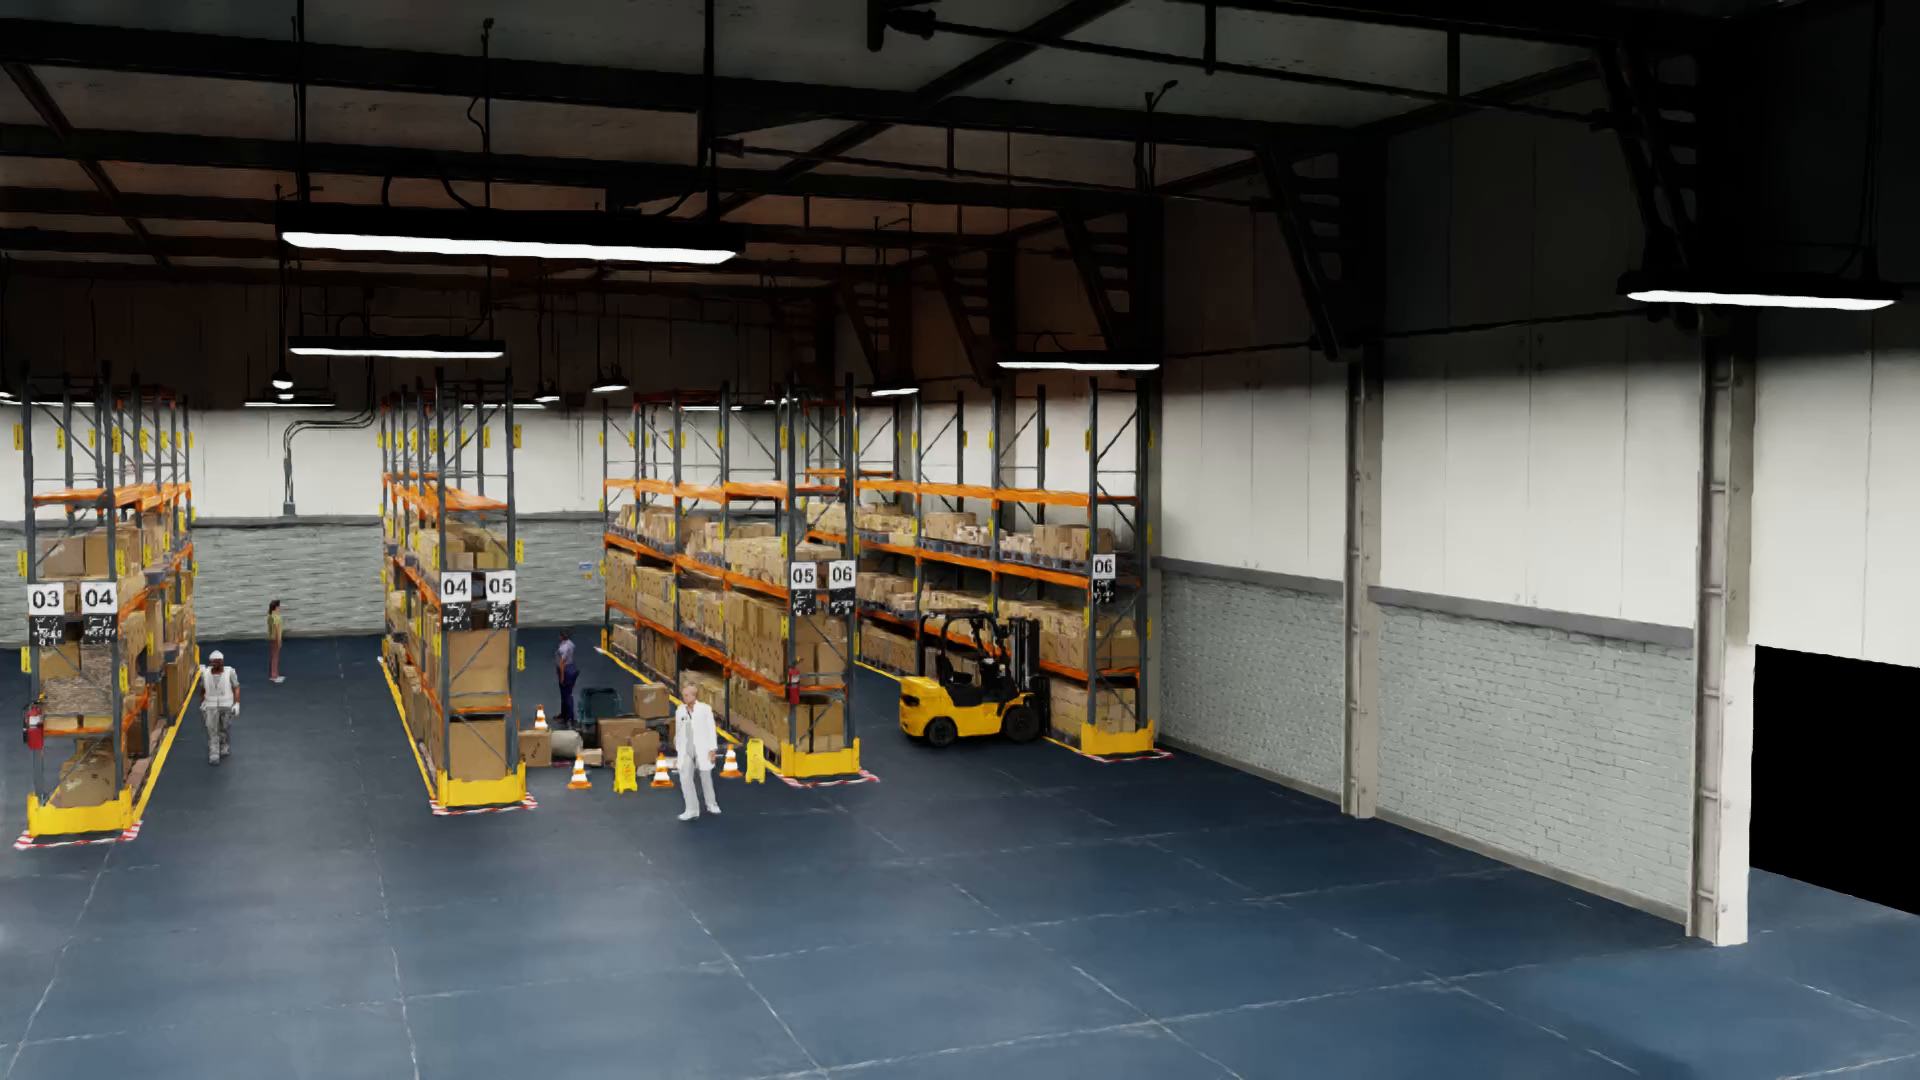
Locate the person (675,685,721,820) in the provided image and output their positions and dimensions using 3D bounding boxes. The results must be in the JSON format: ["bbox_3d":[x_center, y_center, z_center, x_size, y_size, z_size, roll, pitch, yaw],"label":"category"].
[{"bbox_3d":[-3.491,2.792,22.107,0.611,1.765,0.632,1,4,14],"label":"person"}]

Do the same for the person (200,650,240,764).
[{"bbox_3d":[-11.540,2.576,25.927,0.577,1.733,1.042,-1,4,-23],"label":"person"}]

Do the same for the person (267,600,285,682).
[{"bbox_3d":[-14.149,2.081,34.415,0.359,1.682,0.529,-3,4,-37],"label":"person"}]

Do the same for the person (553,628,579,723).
[{"bbox_3d":[-7.043,2.395,29.553,0.464,1.650,0.521,0,3,8],"label":"person"}]
